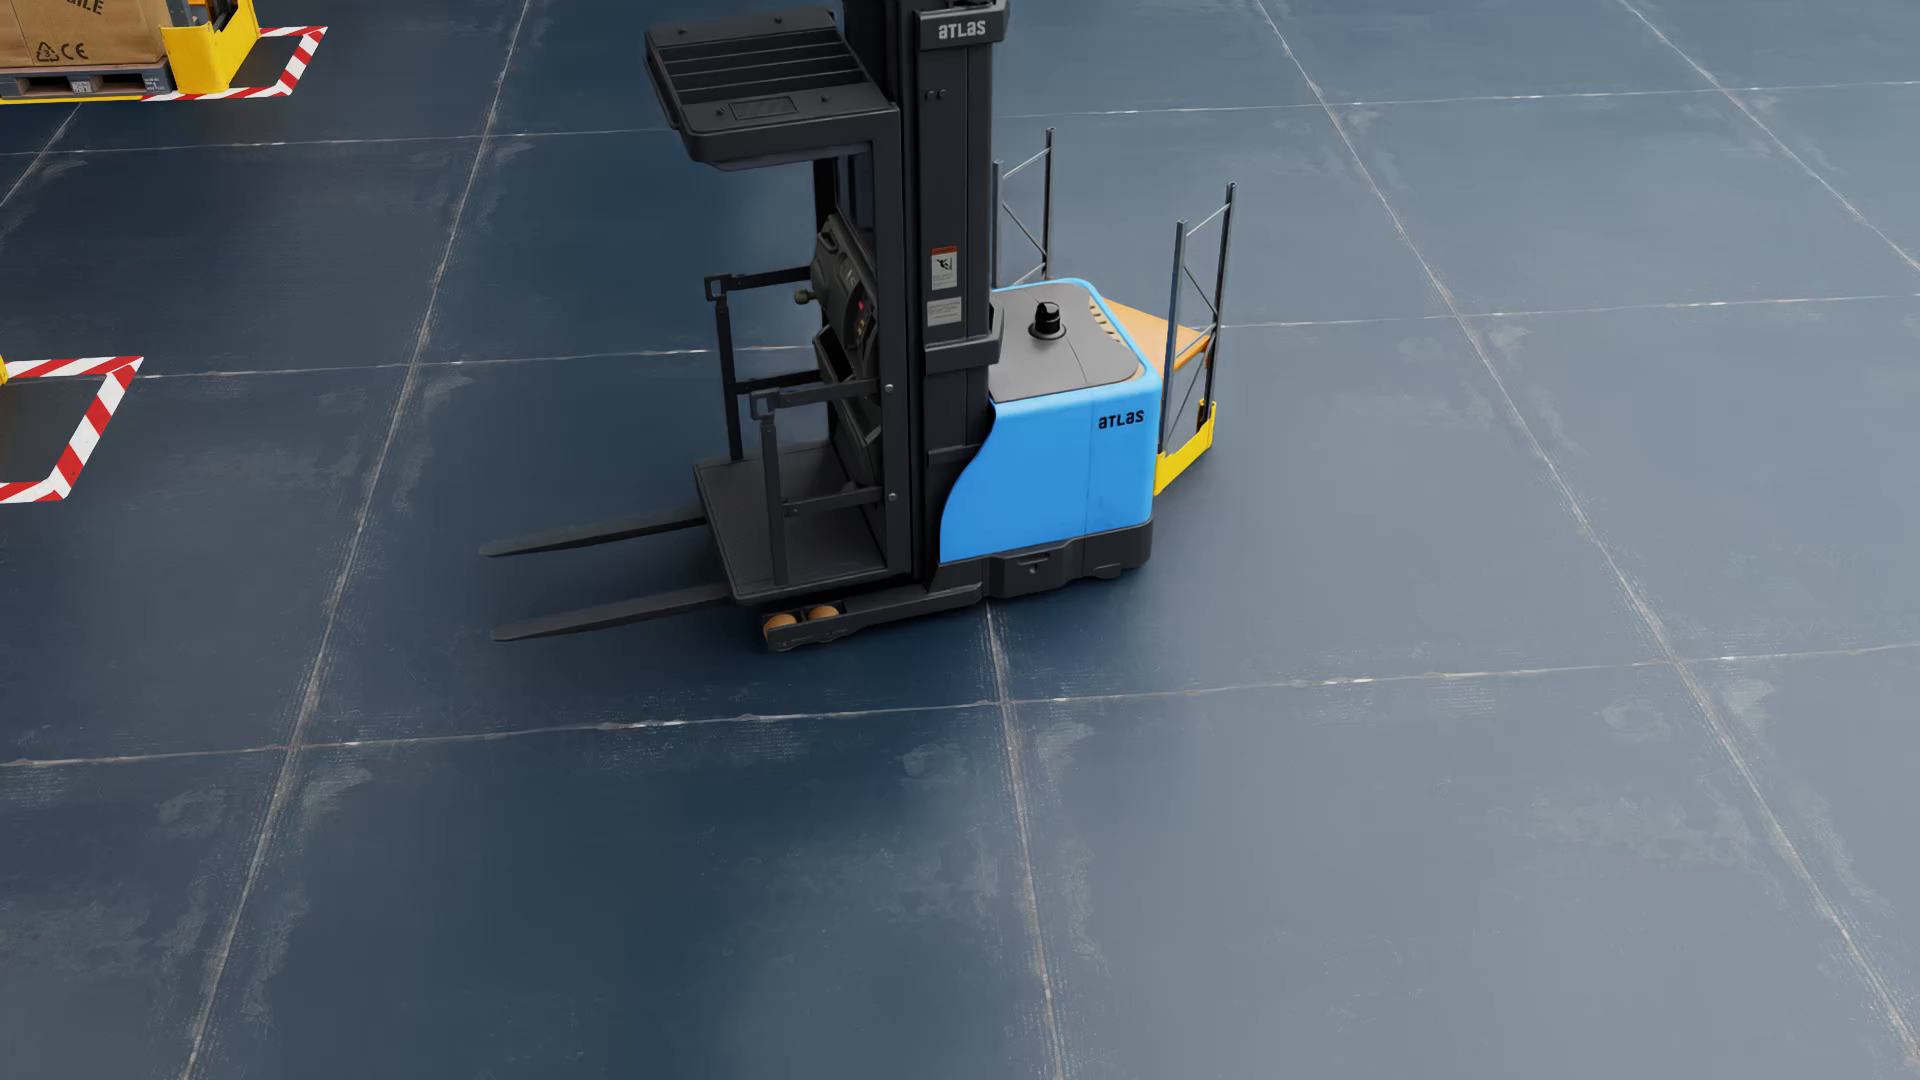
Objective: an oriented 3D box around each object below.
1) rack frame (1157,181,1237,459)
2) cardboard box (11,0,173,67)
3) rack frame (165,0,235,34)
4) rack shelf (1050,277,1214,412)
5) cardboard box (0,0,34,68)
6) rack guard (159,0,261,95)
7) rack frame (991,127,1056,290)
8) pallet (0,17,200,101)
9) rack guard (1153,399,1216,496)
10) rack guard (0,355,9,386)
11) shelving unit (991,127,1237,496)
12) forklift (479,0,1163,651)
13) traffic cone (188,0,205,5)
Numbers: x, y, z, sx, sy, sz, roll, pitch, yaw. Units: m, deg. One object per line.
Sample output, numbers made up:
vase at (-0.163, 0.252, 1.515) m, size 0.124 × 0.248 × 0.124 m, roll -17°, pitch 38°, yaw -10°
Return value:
rack frame at (1.135, -0.959, 8.077) m, size 0.032 × 1.500 × 0.500 m, roll 25°, pitch 44°, yaw 28°
cardboard box at (-6.329, -4.068, 12.183) m, size 0.875 × 0.875 × 0.875 m, roll -3°, pitch 38°, yaw -4°
rack frame at (-5.659, -4.816, 11.754) m, size 0.127 × 3.000 × 1.000 m, roll -3°, pitch 38°, yaw -4°
rack shelf at (0.726, -1.005, 8.425) m, size 1.000 × 0.185 × 0.538 m, roll 25°, pitch 44°, yaw 28°
cardboard box at (-7.205, -4.019, 12.120) m, size 0.875 × 0.875 × 0.875 m, roll -4°, pitch 38°, yaw -5°
rack guard at (-5.635, -3.836, 12.530) m, size 0.348 × 0.500 × 1.175 m, roll -3°, pitch 38°, yaw -4°
rack frame at (0.317, -1.333, 8.551) m, size 0.032 × 1.500 × 0.500 m, roll 25°, pitch 44°, yaw 28°
pallet at (-6.449, -3.629, 12.501) m, size 1.213 × 0.211 × 1.003 m, roll -3°, pitch 38°, yaw -4°
rack guard at (1.119, -0.476, 8.473) m, size 0.087 × 0.250 × 0.587 m, roll 25°, pitch 44°, yaw 28°
rack guard at (-5.396, -0.764, 8.637) m, size 0.348 × 0.500 × 1.175 m, roll -3°, pitch 38°, yaw -4°
shelving unit at (0.719, -1.149, 8.318) m, size 1.083 × 1.500 × 0.587 m, roll 25°, pitch 44°, yaw 28°
forklift at (-0.673, -1.021, 6.999) m, size 3.031 × 2.935 × 1.130 m, roll -11°, pitch 40°, yaw -14°
traffic cone at (-6.314, -4.667, 13.613) m, size 0.334 × 0.463 × 0.336 m, roll -3°, pitch 38°, yaw -4°
